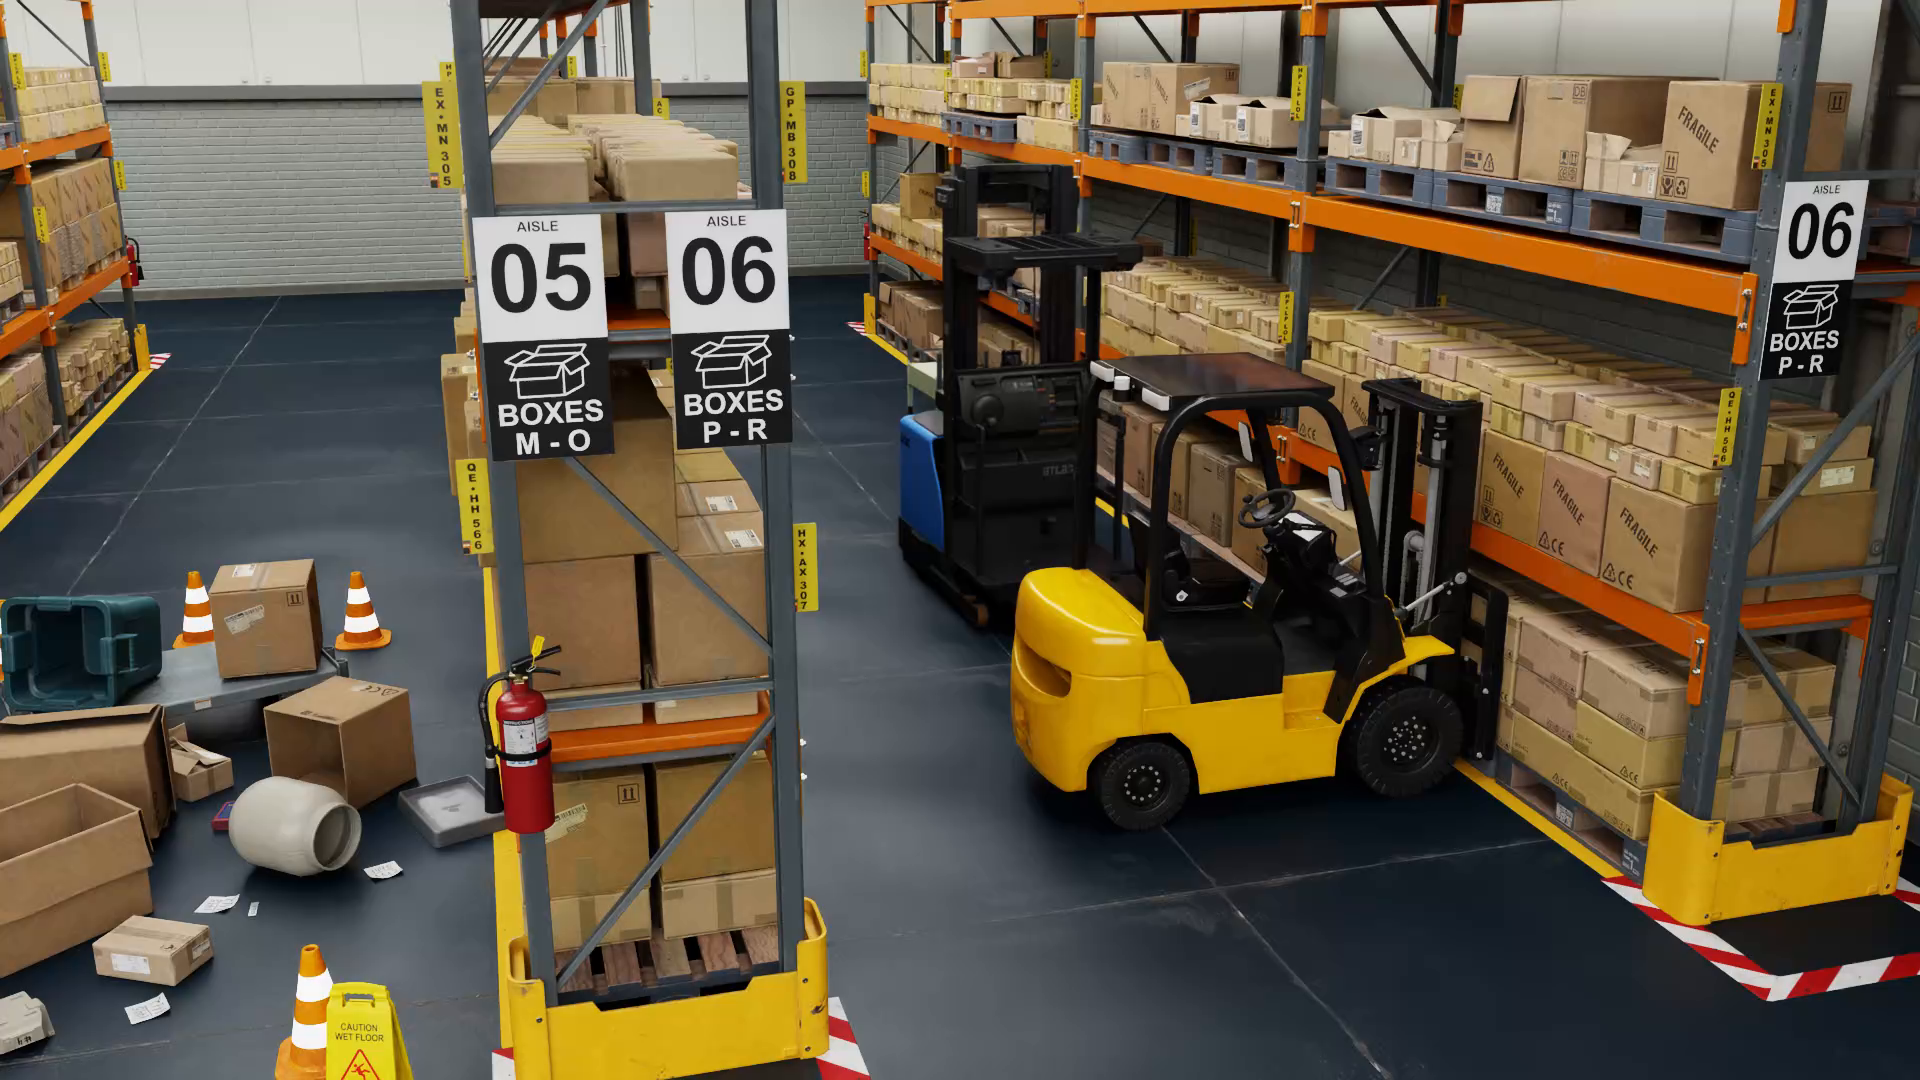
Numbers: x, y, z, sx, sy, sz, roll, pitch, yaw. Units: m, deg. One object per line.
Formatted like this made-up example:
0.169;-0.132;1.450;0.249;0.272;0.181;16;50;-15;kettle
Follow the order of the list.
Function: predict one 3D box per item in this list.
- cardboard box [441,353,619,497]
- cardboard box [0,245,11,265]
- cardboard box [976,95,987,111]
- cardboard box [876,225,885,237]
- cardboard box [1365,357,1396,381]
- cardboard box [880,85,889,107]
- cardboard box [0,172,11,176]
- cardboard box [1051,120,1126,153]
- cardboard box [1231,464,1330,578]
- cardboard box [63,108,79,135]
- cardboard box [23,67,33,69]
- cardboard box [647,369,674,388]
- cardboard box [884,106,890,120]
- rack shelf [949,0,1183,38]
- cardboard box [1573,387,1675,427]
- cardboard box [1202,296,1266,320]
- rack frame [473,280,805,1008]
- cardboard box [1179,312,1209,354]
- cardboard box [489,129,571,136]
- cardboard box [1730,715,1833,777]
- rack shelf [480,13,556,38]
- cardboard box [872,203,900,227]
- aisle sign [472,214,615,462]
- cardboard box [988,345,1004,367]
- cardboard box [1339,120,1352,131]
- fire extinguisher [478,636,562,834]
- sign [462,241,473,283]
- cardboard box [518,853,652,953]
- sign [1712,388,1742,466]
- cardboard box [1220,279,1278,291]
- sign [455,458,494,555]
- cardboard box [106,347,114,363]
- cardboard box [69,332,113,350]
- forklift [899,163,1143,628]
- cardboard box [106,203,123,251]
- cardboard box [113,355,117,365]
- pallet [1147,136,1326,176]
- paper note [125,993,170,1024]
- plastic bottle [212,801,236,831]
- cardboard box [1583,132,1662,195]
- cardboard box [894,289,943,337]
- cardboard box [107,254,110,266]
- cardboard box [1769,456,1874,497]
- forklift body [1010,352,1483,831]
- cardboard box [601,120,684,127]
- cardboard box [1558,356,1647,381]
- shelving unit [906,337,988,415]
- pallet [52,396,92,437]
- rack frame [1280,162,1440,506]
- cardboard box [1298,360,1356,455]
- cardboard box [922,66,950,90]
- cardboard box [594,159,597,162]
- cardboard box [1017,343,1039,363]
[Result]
-1.799;-0.510;7.008;0.700;0.500;0.500;-5;17;-16;cardboard box
-8.735;-2.539;14.864;0.380;0.149;0.250;-5;17;-17;cardboard box
0.378;-4.325;16.456;0.380;0.149;0.250;-5;17;-16;cardboard box
-0.877;-4.030;21.590;0.380;0.149;0.250;-5;17;-16;cardboard box
2.596;-0.978;9.691;0.380;0.149;0.250;-4;17;-14;cardboard box
-0.685;-5.487;20.533;0.500;0.250;0.500;-4;17;-14;cardboard box
-9.771;-3.407;16.650;0.500;0.500;0.500;-4;17;-14;cardboard box
1.120;-3.537;14.561;0.500;0.250;0.500;-5;18;-17;cardboard box
2.440;-0.151;11.638;0.875;0.625;0.625;-4;17;-13;cardboard box
-9.392;-4.285;17.051;0.500;0.250;0.500;-4;17;-13;cardboard box
-10.284;-5.066;18.086;0.380;0.149;0.250;-4;17;-13;cardboard box
-1.816;-0.637;9.168;0.500;0.500;0.500;-5;17;-17;cardboard box
-0.719;-5.253;20.447;0.380;0.149;0.250;-4;17;-14;cardboard box
0.945;-4.940;15.702;1.077;0.370;4.000;-5;17;-15;rack shelf
3.200;-0.631;8.021;0.380;0.149;0.250;-5;17;-15;cardboard box
1.970;-1.660;11.964;0.380;0.149;0.250;-5;17;-17;cardboard box
-1.078;0.556;5.886;1.000;3.000;0.127;-5;17;-15;rack frame
1.930;-1.510;12.157;0.500;0.250;0.500;-4;17;-14;cardboard box
-1.898;-1.712;7.273;0.380;0.149;0.250;-4;17;-14;cardboard box
3.764;0.893;7.946;0.500;0.250;0.500;-4;17;-14;cardboard box
-4.925;-5.653;18.075;1.077;0.370;4.000;-5;17;-15;rack shelf
-0.838;-4.187;21.419;0.500;0.250;0.500;-5;17;-15;cardboard box
-1.340;-0.649;5.378;0.394;0.787;0.004;-5;17;-15;aisle sign
0.601;-1.724;17.092;0.500;0.500;0.500;-5;17;-17;cardboard box
2.550;-2.759;11.242;0.380;0.149;0.250;-5;17;-15;cardboard box
-1.490;0.662;5.670;0.296;0.674;0.183;-5;17;-15;fire extinguisher
-3.809;-2.166;12.937;0.100;0.325;0.005;-5;17;-15;sign
-1.565;1.463;6.916;0.500;0.250;0.500;-5;17;-16;cardboard box
3.168;-0.466;6.865;0.100;0.325;0.005;-5;17;-15;sign
2.219;-1.911;12.800;0.380;0.149;0.250;-4;17;-14;cardboard box
-1.617;-0.111;5.546;0.100;0.325;0.005;-5;17;-15;sign
-9.488;-2.019;18.168;0.380;0.149;0.250;-4;17;-14;cardboard box
-9.473;-2.162;18.127;0.380;0.149;0.250;-4;17;-13;cardboard box
0.506;-0.950;11.021;1.130;2.935;3.031;-6;18;-18;forklift
-9.836;-3.536;18.820;0.500;0.500;0.500;-4;17;-14;cardboard box
-9.704;-2.014;18.667;0.380;0.149;0.250;-5;17;-16;cardboard box
2.078;-2.906;12.527;1.003;0.211;1.213;-4;17;-13;pallet
-3.252;1.874;6.659;0.148;0.019;0.142;-12;20;-34;paper note
-3.626;1.363;8.310;0.133;0.061;0.283;-2;17;-6;plastic bottle
3.104;-1.734;7.625;0.396;0.266;0.258;-5;17;-15;cardboard box
-0.429;-2.850;20.843;0.700;0.500;0.500;-4;17;-13;cardboard box
-9.730;-3.122;18.568;0.380;0.149;0.250;-5;17;-16;cardboard box
3.850;-0.310;7.468;0.380;0.149;0.250;-5;17;-17;cardboard box
1.418;0.189;8.584;2.313;2.155;1.214;-5;17;-15;forklift body
-1.552;-1.971;8.138;0.380;0.149;0.250;-4;17;-14;cardboard box
3.409;-0.878;8.842;0.380;0.149;0.250;-5;17;-15;cardboard box
-0.102;-0.784;12.954;0.431;1.500;0.755;-6;18;-18;shelving unit
-9.326;-1.191;16.550;1.003;0.211;1.213;-5;17;-15;pallet
2.594;-0.943;10.879;1.000;3.000;0.127;-5;17;-15;rack frame
2.465;-0.848;10.387;0.500;0.500;0.500;-5;17;-17;cardboard box
-0.122;-5.163;18.587;0.500;0.250;0.500;-5;17;-16;cardboard box
-1.531;-1.674;7.842;0.500;0.250;0.500;-5;17;-16;cardboard box
0.778;-1.850;16.385;0.380;0.149;0.250;-6;18;-18;cardboard box
